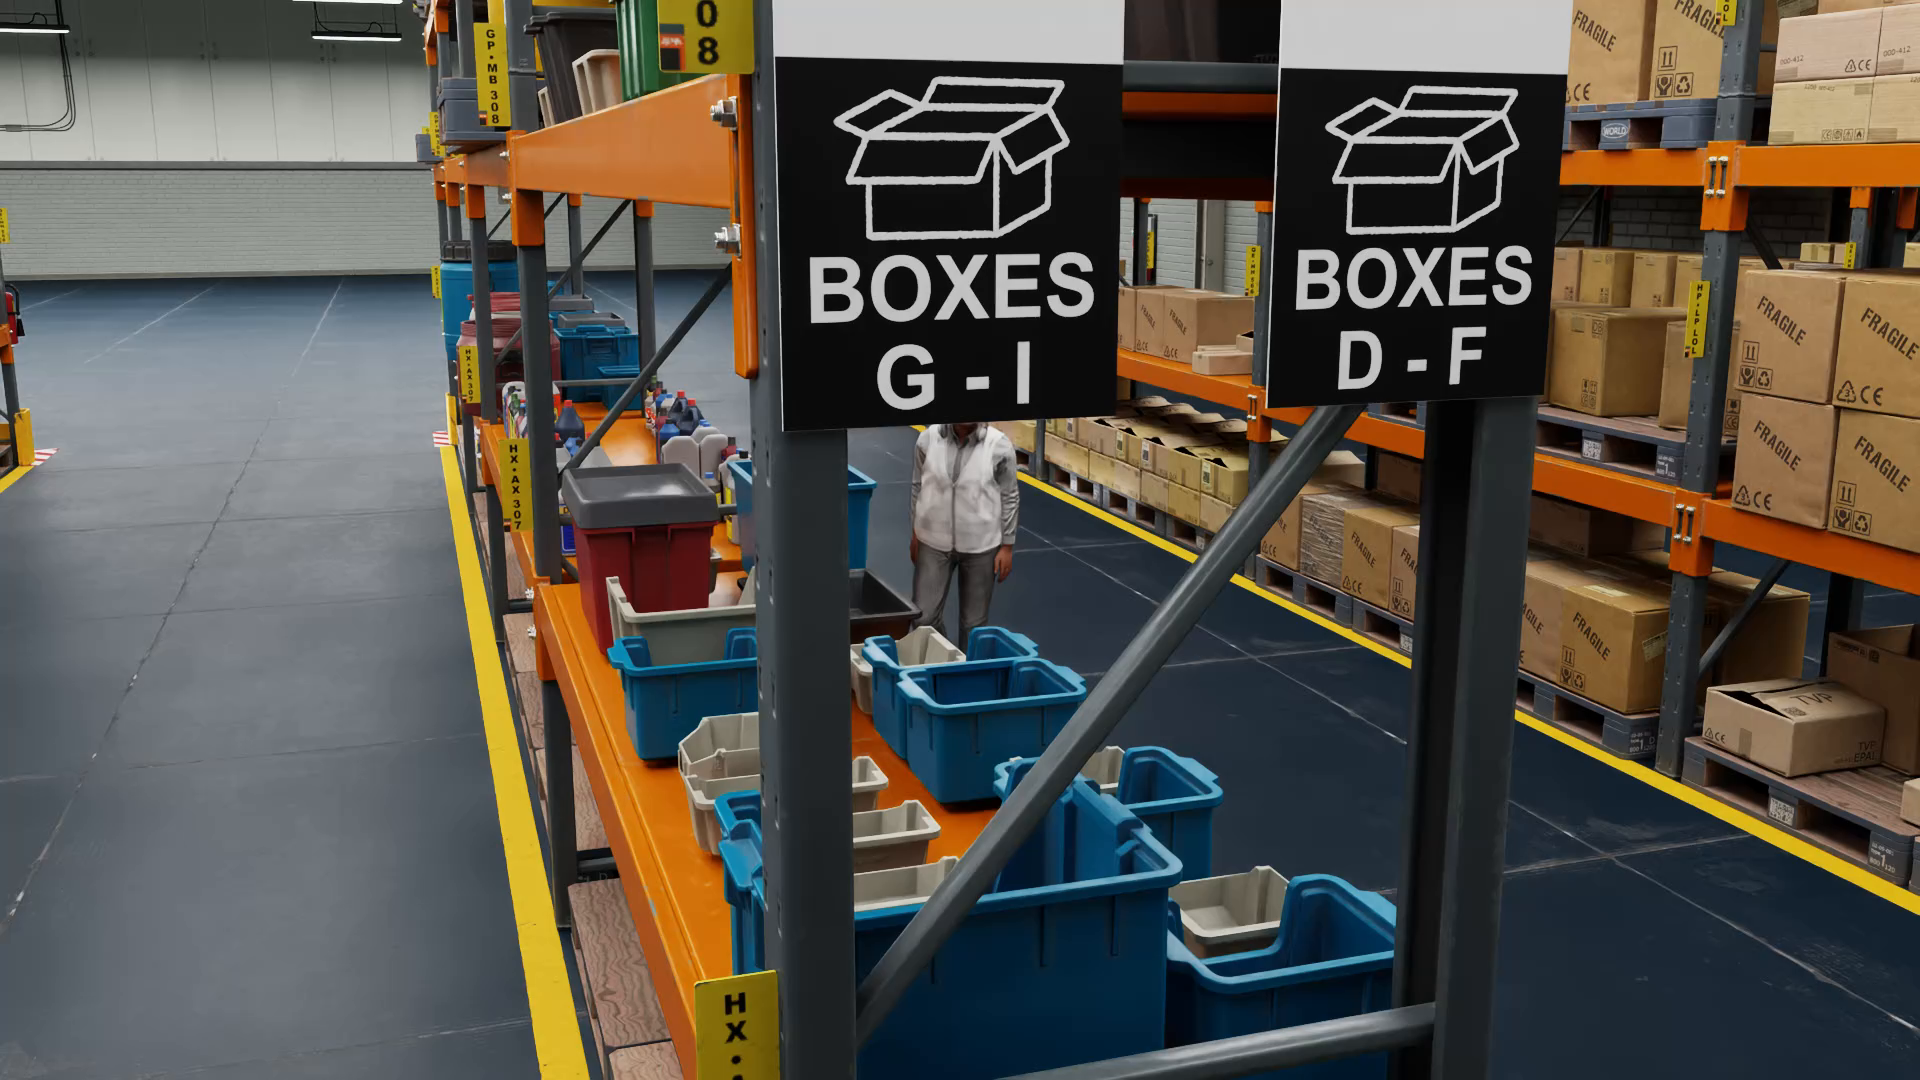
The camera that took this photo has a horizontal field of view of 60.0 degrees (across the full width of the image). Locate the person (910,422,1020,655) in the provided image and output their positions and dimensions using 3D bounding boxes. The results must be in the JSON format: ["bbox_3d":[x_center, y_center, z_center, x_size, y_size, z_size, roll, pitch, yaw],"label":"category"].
[{"bbox_3d":[0.014,0.013,8.275,0.567,1.759,0.488,2,12,7],"label":"person"}]
